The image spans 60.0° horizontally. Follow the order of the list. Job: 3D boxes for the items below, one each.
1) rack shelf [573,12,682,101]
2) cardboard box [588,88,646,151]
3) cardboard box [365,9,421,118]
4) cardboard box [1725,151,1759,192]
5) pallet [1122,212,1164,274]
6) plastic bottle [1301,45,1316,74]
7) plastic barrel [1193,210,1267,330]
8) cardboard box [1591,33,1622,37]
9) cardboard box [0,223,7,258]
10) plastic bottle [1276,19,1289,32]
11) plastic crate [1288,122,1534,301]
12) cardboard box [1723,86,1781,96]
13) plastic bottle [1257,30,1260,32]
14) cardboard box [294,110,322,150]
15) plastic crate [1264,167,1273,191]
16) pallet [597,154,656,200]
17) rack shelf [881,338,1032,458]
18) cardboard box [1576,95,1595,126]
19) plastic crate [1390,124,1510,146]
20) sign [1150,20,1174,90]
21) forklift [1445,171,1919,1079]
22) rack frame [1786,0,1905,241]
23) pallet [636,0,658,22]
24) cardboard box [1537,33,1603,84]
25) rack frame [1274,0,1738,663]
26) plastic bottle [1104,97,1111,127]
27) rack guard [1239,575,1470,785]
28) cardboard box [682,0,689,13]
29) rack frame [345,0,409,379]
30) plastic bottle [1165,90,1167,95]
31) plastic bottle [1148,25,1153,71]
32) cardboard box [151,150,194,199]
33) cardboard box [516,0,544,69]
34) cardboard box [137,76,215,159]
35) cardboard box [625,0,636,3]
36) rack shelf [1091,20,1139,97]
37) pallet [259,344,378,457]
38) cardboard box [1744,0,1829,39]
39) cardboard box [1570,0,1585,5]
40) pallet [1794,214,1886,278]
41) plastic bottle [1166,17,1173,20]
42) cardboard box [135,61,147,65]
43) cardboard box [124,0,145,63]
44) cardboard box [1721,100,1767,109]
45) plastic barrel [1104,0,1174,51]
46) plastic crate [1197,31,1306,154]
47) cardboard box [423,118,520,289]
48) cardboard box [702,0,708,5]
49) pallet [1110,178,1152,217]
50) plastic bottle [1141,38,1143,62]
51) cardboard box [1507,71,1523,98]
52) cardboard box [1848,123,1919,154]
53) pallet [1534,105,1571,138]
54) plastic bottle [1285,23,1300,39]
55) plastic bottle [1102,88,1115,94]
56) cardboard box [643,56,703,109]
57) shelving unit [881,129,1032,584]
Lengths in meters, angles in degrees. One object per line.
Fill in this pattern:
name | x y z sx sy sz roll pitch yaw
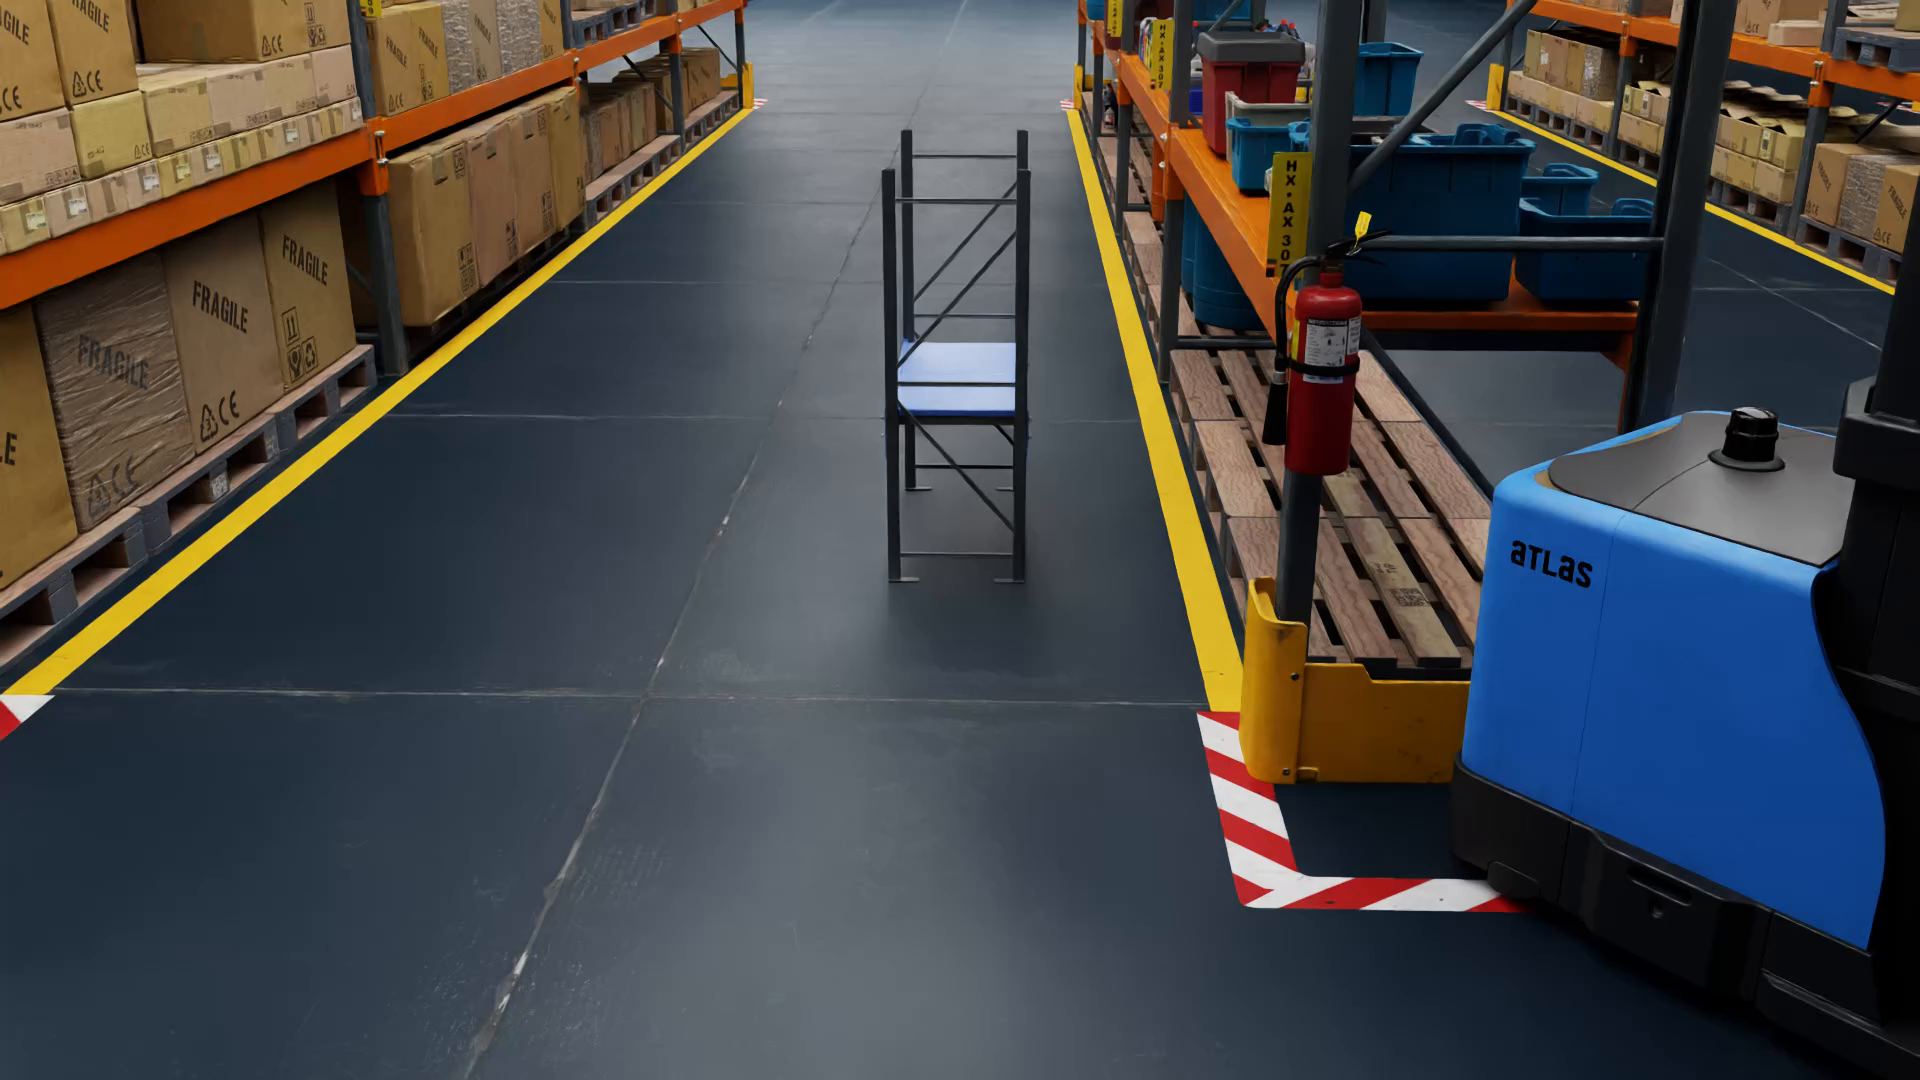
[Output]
rack shelf | -3.239 -4.103 13.952 1.077 0.370 4.000 1 21 2
cardboard box | -3.252 -3.808 15.043 0.700 0.500 0.500 1 21 1
cardboard box | -3.158 -2.480 8.635 0.500 0.500 0.500 1 21 2
cardboard box | 6.386 -2.899 13.073 0.500 0.250 0.500 0 21 1
pallet | 1.668 -2.076 11.587 1.003 0.211 1.213 1 21 2
plastic bottle | 1.952 -2.655 9.397 0.152 0.276 0.135 1 21 2
plastic barrel | 1.563 -1.629 8.901 0.600 0.901 0.708 1 21 2
cardboard box | 7.110 -5.203 17.974 0.500 0.500 0.500 1 21 2
cardboard box | -3.196 -0.924 5.110 0.380 0.149 0.250 0 21 1
plastic bottle | 1.984 -3.017 10.226 0.144 0.351 0.185 1 21 2
plastic crate | 1.231 -0.936 4.663 0.616 0.435 0.499 1 21 2
cardboard box | 6.988 -3.889 14.851 0.500 0.311 0.500 1 21 3
plastic bottle | 2.043 -3.376 11.358 0.097 0.201 0.097 0 21 0
cardboard box | -3.119 -1.853 7.504 0.380 0.149 0.250 0 21 1
plastic crate | 1.249 -1.283 5.972 0.298 0.136 0.250 1 21 2
pallet | -3.235 -3.138 14.325 1.003 0.211 1.213 1 21 2
rack shelf | 0.003 -0.562 6.402 0.538 0.185 1.000 1 21 2
cardboard box | 6.544 -4.316 16.727 0.500 0.250 0.500 1 21 2
plastic crate | 1.793 -1.389 6.110 0.416 0.233 0.300 1 21 2
sign | 0.979 -2.351 8.058 0.100 0.325 0.005 1 21 2
forklift | 2.570 -0.208 3.013 1.130 2.935 3.031 -16 26 -36
rack frame | 6.602 -3.605 11.674 1.000 3.000 0.127 1 21 2
pallet | -3.347 -4.798 15.013 1.003 0.211 1.213 1 21 2
cardboard box | 6.591 -5.208 17.989 0.500 0.500 0.500 1 21 2
rack frame | 1.407 -0.769 4.363 1.000 3.000 0.127 1 21 2
plastic bottle | 1.457 -4.224 16.415 0.061 0.283 0.133 2 21 4
rack guard | 1.420 0.405 4.793 1.175 0.500 0.348 1 21 2
cardboard box | -2.850 -5.210 16.156 0.380 0.149 0.250 1 21 2
rack frame | -3.422 -2.269 8.231 1.000 3.000 0.127 1 21 2
plastic bottle | 1.249 -2.666 9.425 0.152 0.276 0.135 1 21 2
plastic bottle | 1.244 -3.155 10.675 0.061 0.283 0.133 1 21 2
cardboard box | -3.157 -1.387 6.304 0.380 0.149 0.250 0 21 0
cardboard box | -3.088 -3.401 11.009 0.500 0.500 0.500 0 21 1
cardboard box | -3.220 -1.621 6.356 0.500 0.250 0.500 0 21 1
cardboard box | -3.139 -4.778 13.973 0.797 0.503 0.637 3 21 7
rack shelf | 1.712 -4.049 13.812 1.077 0.370 4.000 1 21 2
pallet | -3.523 -0.695 8.029 1.003 0.211 1.213 1 21 2
cardboard box | 6.636 -4.259 13.220 0.500 0.500 0.500 0 21 -1
cardboard box | 6.774 -5.816 17.234 0.700 0.500 0.500 1 21 3
pallet | 6.541 -2.036 11.484 1.003 0.211 1.213 1 21 2
plastic bottle | 1.467 -3.449 11.442 0.152 0.276 0.135 1 21 2
cardboard box | -3.718 -1.991 7.311 0.500 0.250 0.500 1 21 1
cardboard box | -3.714 -2.339 7.171 0.500 0.500 0.500 1 21 2
cardboard box | 6.416 -3.524 13.911 0.500 0.311 0.500 1 21 3
plastic barrel | 1.362 -3.896 12.235 0.600 0.536 0.708 1 21 2
plastic crate | 1.251 -1.953 7.243 0.402 0.464 0.583 1 21 2
cardboard box | -3.396 -2.029 9.969 1.225 0.875 0.875 0 21 0
cardboard box | -2.839 -5.662 17.321 0.380 0.149 0.250 1 21 2
pallet | 1.713 -2.641 13.043 1.003 0.211 1.213 1 21 2
plastic bottle | 1.281 -3.339 11.262 0.097 0.201 0.097 0 21 0
cardboard box | 6.606 -5.220 19.057 0.500 0.250 0.500 1 21 2
cardboard box | 6.911 -2.967 12.474 0.500 0.311 0.500 1 21 3
pallet | 6.824 -4.481 17.786 1.003 0.211 1.213 1 21 2
plastic bottle | 1.974 -2.902 9.929 0.144 0.351 0.185 1 21 2
plastic bottle | 1.529 -4.524 17.198 0.152 0.276 0.135 1 21 3
cardboard box | -3.114 -4.970 18.067 0.500 0.500 0.500 3 21 7
shelving unit | 0.003 -0.730 6.337 0.538 1.500 1.048 1 21 2
